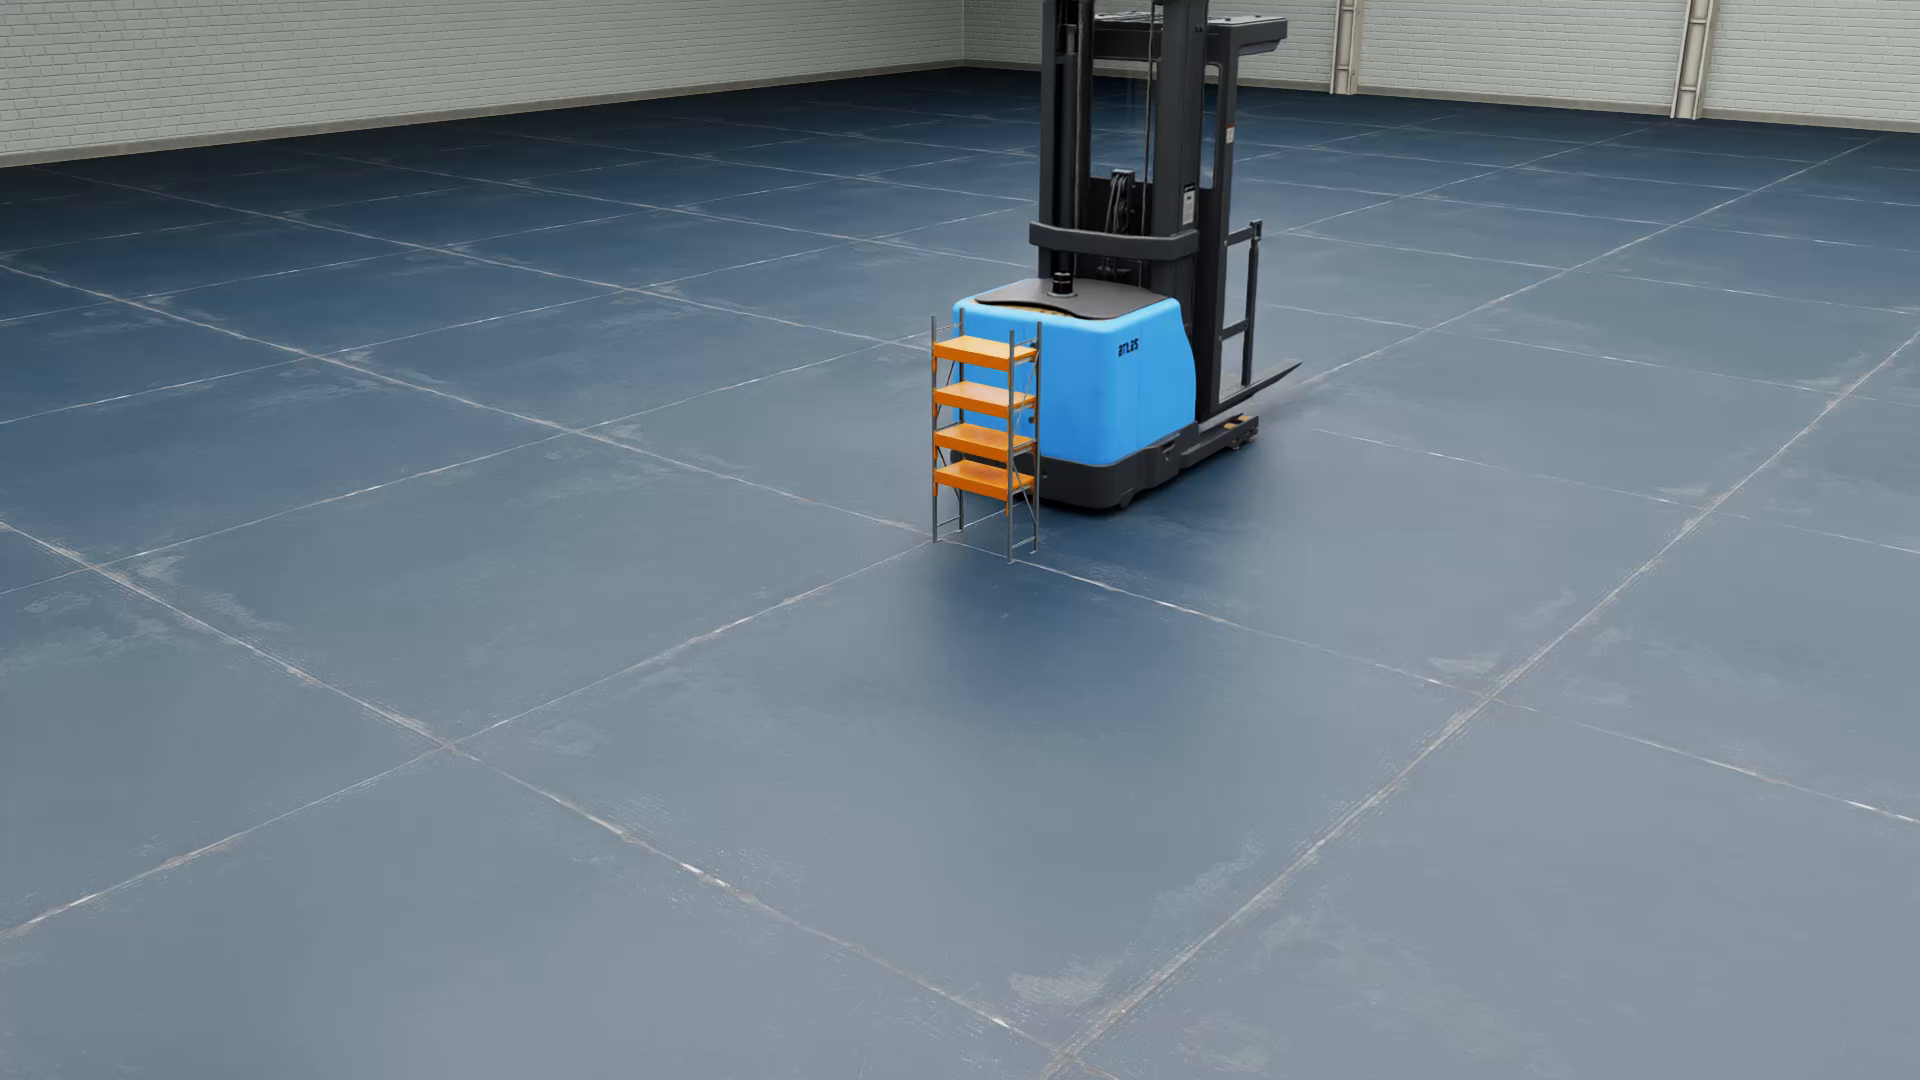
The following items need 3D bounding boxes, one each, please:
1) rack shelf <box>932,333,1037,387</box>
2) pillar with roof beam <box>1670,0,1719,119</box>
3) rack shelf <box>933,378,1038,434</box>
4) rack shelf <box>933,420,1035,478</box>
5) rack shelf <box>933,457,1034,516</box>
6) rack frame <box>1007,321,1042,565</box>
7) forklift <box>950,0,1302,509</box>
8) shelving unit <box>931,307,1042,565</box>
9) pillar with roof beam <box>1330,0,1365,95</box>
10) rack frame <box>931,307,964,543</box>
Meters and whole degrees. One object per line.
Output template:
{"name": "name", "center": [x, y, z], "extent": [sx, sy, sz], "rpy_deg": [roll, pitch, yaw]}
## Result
{"name": "rack shelf", "center": [0.128, -0.892, 8.220], "extent": [0.480, 0.148, 0.258], "rpy_deg": [16, 26, 36]}
{"name": "pillar with roof beam", "center": [8.868, -9.780, 21.849], "extent": [0.400, 9.000, 9.100], "rpy_deg": [16, 26, 36]}
{"name": "rack shelf", "center": [0.128, -0.671, 8.303], "extent": [0.480, 0.148, 0.258], "rpy_deg": [16, 26, 36]}
{"name": "rack shelf", "center": [0.128, -0.462, 8.382], "extent": [0.480, 0.148, 0.258], "rpy_deg": [16, 26, 36]}
{"name": "rack shelf", "center": [0.128, -0.276, 8.452], "extent": [0.480, 0.148, 0.258], "rpy_deg": [16, 26, 36]}
{"name": "rack frame", "center": [0.317, -0.470, 8.214], "extent": [0.015, 1.200, 0.240], "rpy_deg": [16, 26, 36]}
{"name": "forklift", "center": [1.189, -2.002, 9.824], "extent": [1.130, 2.935, 3.031], "rpy_deg": [14, 25, 32]}
{"name": "shelving unit", "center": [0.128, -0.524, 8.359], "extent": [0.503, 1.200, 0.258], "rpy_deg": [16, 26, 36]}
{"name": "pillar with roof beam", "center": [4.220, -11.118, 25.398], "extent": [0.400, 9.000, 9.100], "rpy_deg": [16, 26, 36]}
{"name": "rack frame", "center": [-0.061, -0.579, 8.503], "extent": [0.015, 1.200, 0.240], "rpy_deg": [16, 26, 36]}
